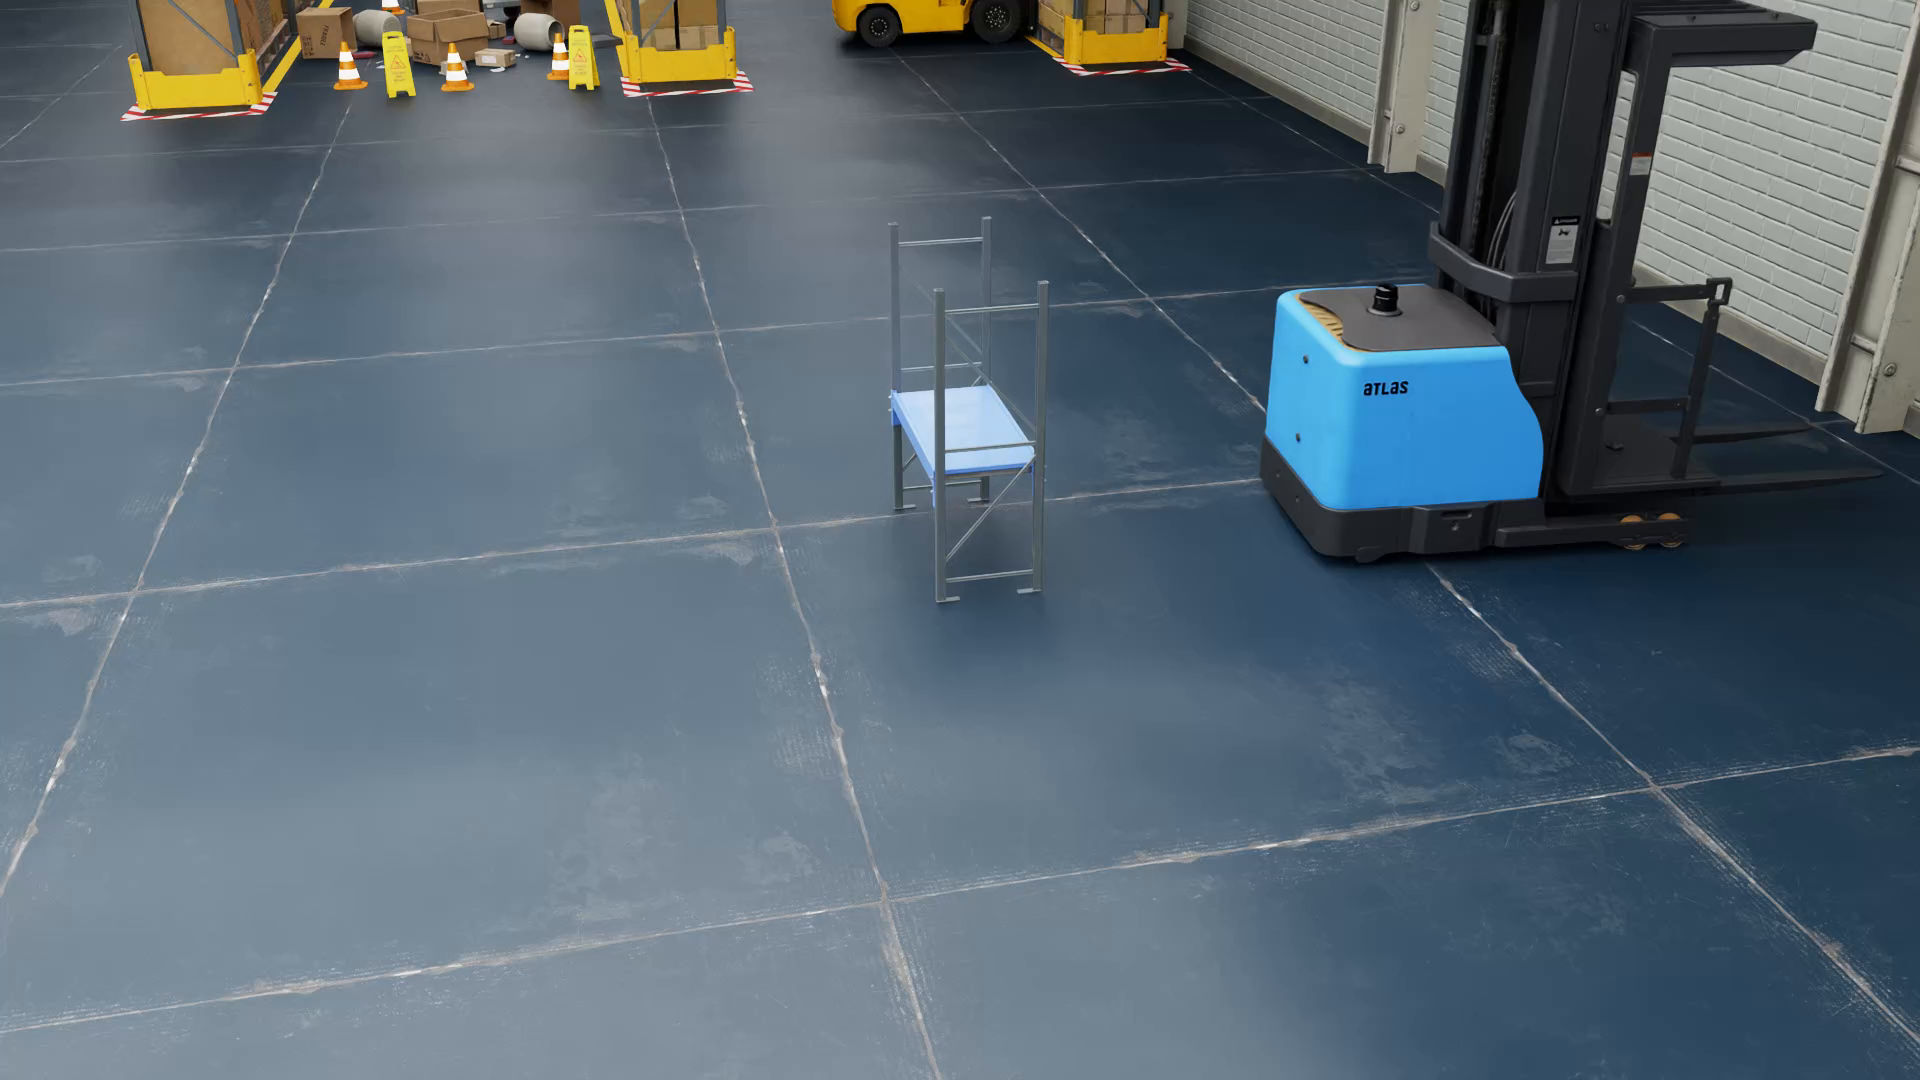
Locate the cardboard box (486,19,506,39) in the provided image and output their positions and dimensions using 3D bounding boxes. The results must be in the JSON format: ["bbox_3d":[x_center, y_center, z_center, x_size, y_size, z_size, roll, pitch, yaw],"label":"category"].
[{"bbox_3d":[-5.850,-6.368,20.573,0.396,0.266,0.258,19,32,32],"label":"cardboard box"}]

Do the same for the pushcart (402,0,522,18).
[{"bbox_3d":[-6.153,-6.740,21.185,1.648,0.377,0.936,-16,31,-29],"label":"pushcart"}]

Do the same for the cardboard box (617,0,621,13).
[{"bbox_3d":[-4.073,-6.838,21.054,0.500,0.250,0.500,-7,28,-14],"label":"cardboard box"}]

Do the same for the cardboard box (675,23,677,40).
[{"bbox_3d":[-3.061,-5.976,19.345,0.500,0.250,0.500,-5,27,-10],"label":"cardboard box"}]

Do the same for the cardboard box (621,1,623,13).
[{"bbox_3d":[-3.819,-6.372,20.131,0.500,0.250,0.500,-6,27,-12],"label":"cardboard box"}]

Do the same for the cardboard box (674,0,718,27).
[{"bbox_3d":[-2.960,-6.096,18.752,0.500,0.500,0.500,-7,28,-13],"label":"cardboard box"}]

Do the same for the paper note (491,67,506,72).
[{"bbox_3d":[-5.194,-5.296,18.708,0.148,0.019,0.142,-16,31,-29],"label":"paper note"}]

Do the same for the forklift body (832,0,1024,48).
[{"bbox_3d":[-0.411,-7.182,20.093,2.313,2.155,1.214,-6,27,-12],"label":"forklift body"}]

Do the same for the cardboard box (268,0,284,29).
[{"bbox_3d":[-8.669,-6.573,19.836,0.875,0.875,0.875,-6,27,-11],"label":"cardboard box"}]

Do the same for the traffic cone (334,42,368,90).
[{"bbox_3d":[-6.577,-5.106,17.853,0.336,0.463,0.334,-6,27,-12],"label":"traffic cone"}]

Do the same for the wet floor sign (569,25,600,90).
[{"bbox_3d":[-4.041,-5.165,17.768,0.267,0.644,0.232,3,27,6],"label":"wet floor sign"}]

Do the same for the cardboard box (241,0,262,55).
[{"bbox_3d":[-8.259,-5.777,18.260,0.875,0.875,0.875,-6,27,-12],"label":"cardboard box"}]

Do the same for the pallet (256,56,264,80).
[{"bbox_3d":[-8.098,-4.960,17.842,1.003,0.211,1.213,-6,27,-12],"label":"pallet"}]

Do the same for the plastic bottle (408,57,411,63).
[{"bbox_3d":[-6.441,-5.544,19.166,0.133,0.061,0.283,-16,31,-29],"label":"plastic bottle"}]

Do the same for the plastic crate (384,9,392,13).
[{"bbox_3d":[-7.427,-6.445,20.746,0.450,0.188,0.662,-2,25,20],"label":"plastic crate"}]

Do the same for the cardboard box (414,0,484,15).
[{"bbox_3d":[-6.123,-6.278,19.980,0.797,0.637,0.503,-6,27,-12],"label":"cardboard box"}]

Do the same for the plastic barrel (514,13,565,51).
[{"bbox_3d":[-4.982,-6.011,19.690,0.512,0.421,0.421,13,30,24],"label":"plastic barrel"}]

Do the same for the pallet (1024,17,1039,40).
[{"bbox_3d":[1.309,-6.535,20.964,1.003,0.211,1.213,-6,27,-12],"label":"pallet"}]

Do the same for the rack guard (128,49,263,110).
[{"bbox_3d":[-7.836,-4.735,17.076,1.175,0.500,0.348,-6,27,-12],"label":"rack guard"}]

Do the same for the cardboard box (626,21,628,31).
[{"bbox_3d":[-3.595,-5.924,19.244,0.500,0.250,0.500,-6,27,-11],"label":"cardboard box"}]

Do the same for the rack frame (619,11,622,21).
[{"bbox_3d":[-3.943,-8.165,21.097,1.000,3.000,0.127,-6,27,-12],"label":"rack frame"}]

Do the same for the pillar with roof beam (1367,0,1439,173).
[{"bbox_3d":[-0.327,-6.918,11.970,9.100,9.000,0.400,-6,27,-12],"label":"pillar with roof beam"}]

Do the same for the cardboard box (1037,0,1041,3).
[{"bbox_3d":[1.140,-6.725,20.276,0.500,0.250,0.500,-7,28,-13],"label":"cardboard box"}]

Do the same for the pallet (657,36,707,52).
[{"bbox_3d":[-3.207,-5.557,19.026,1.003,0.211,1.213,-6,27,-12],"label":"pallet"}]

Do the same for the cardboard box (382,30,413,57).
[{"bbox_3d":[-6.561,-5.829,19.505,0.396,0.266,0.258,-1,27,-3],"label":"cardboard box"}]

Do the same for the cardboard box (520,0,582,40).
[{"bbox_3d":[-5.027,-6.441,20.454,0.500,0.500,0.500,13,30,24],"label":"cardboard box"}]

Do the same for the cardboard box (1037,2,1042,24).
[{"bbox_3d":[1.173,-6.488,20.361,0.500,0.250,0.500,-6,27,-11],"label":"cardboard box"}]

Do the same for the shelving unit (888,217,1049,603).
[{"bbox_3d":[0.019,-0.632,7.838,0.538,1.500,1.048,-6,27,-12],"label":"shelving unit"}]

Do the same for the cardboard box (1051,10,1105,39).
[{"bbox_3d":[1.380,-6.048,19.490,0.500,0.250,0.500,-6,27,-11],"label":"cardboard box"}]

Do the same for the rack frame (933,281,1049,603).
[{"bbox_3d":[0.134,-0.409,7.396,0.500,1.500,0.032,-6,27,-12],"label":"rack frame"}]

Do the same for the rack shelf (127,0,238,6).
[{"bbox_3d":[-8.292,-6.418,18.436,1.077,0.370,4.000,-6,27,-12],"label":"rack shelf"}]

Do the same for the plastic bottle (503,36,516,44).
[{"bbox_3d":[-5.479,-6.096,20.259,0.133,0.061,0.283,-1,27,-3],"label":"plastic bottle"}]

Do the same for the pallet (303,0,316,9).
[{"bbox_3d":[-9.268,-7.240,22.361,1.003,0.211,1.213,-6,27,-12],"label":"pallet"}]

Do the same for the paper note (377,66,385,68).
[{"bbox_3d":[-6.531,-5.378,18.873,0.144,0.017,0.142,3,27,6],"label":"paper note"}]

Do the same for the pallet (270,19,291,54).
[{"bbox_3d":[-8.648,-6.031,19.964,1.003,0.211,1.213,-6,27,-12],"label":"pallet"}]

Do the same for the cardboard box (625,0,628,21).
[{"bbox_3d":[-3.597,-6.257,19.071,0.500,0.500,0.500,-5,27,-10],"label":"cardboard box"}]

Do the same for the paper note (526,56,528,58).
[{"bbox_3d":[-5.061,-5.650,19.432,0.032,0.001,0.123,-6,27,-12],"label":"paper note"}]

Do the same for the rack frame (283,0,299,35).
[{"bbox_3d":[-8.743,-7.617,20.013,1.000,3.000,0.127,-6,27,-12],"label":"rack frame"}]

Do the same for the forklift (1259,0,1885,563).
[{"bbox_3d":[3.138,-1.491,7.951,3.031,2.935,1.130,-4,27,-8],"label":"forklift"}]

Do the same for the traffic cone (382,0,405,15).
[{"bbox_3d":[-7.574,-7.227,22.055,0.336,0.463,0.334,-6,27,-12],"label":"traffic cone"}]

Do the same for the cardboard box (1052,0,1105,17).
[{"bbox_3d":[1.380,-6.279,19.392,0.500,0.250,0.500,-6,27,-12],"label":"cardboard box"}]
